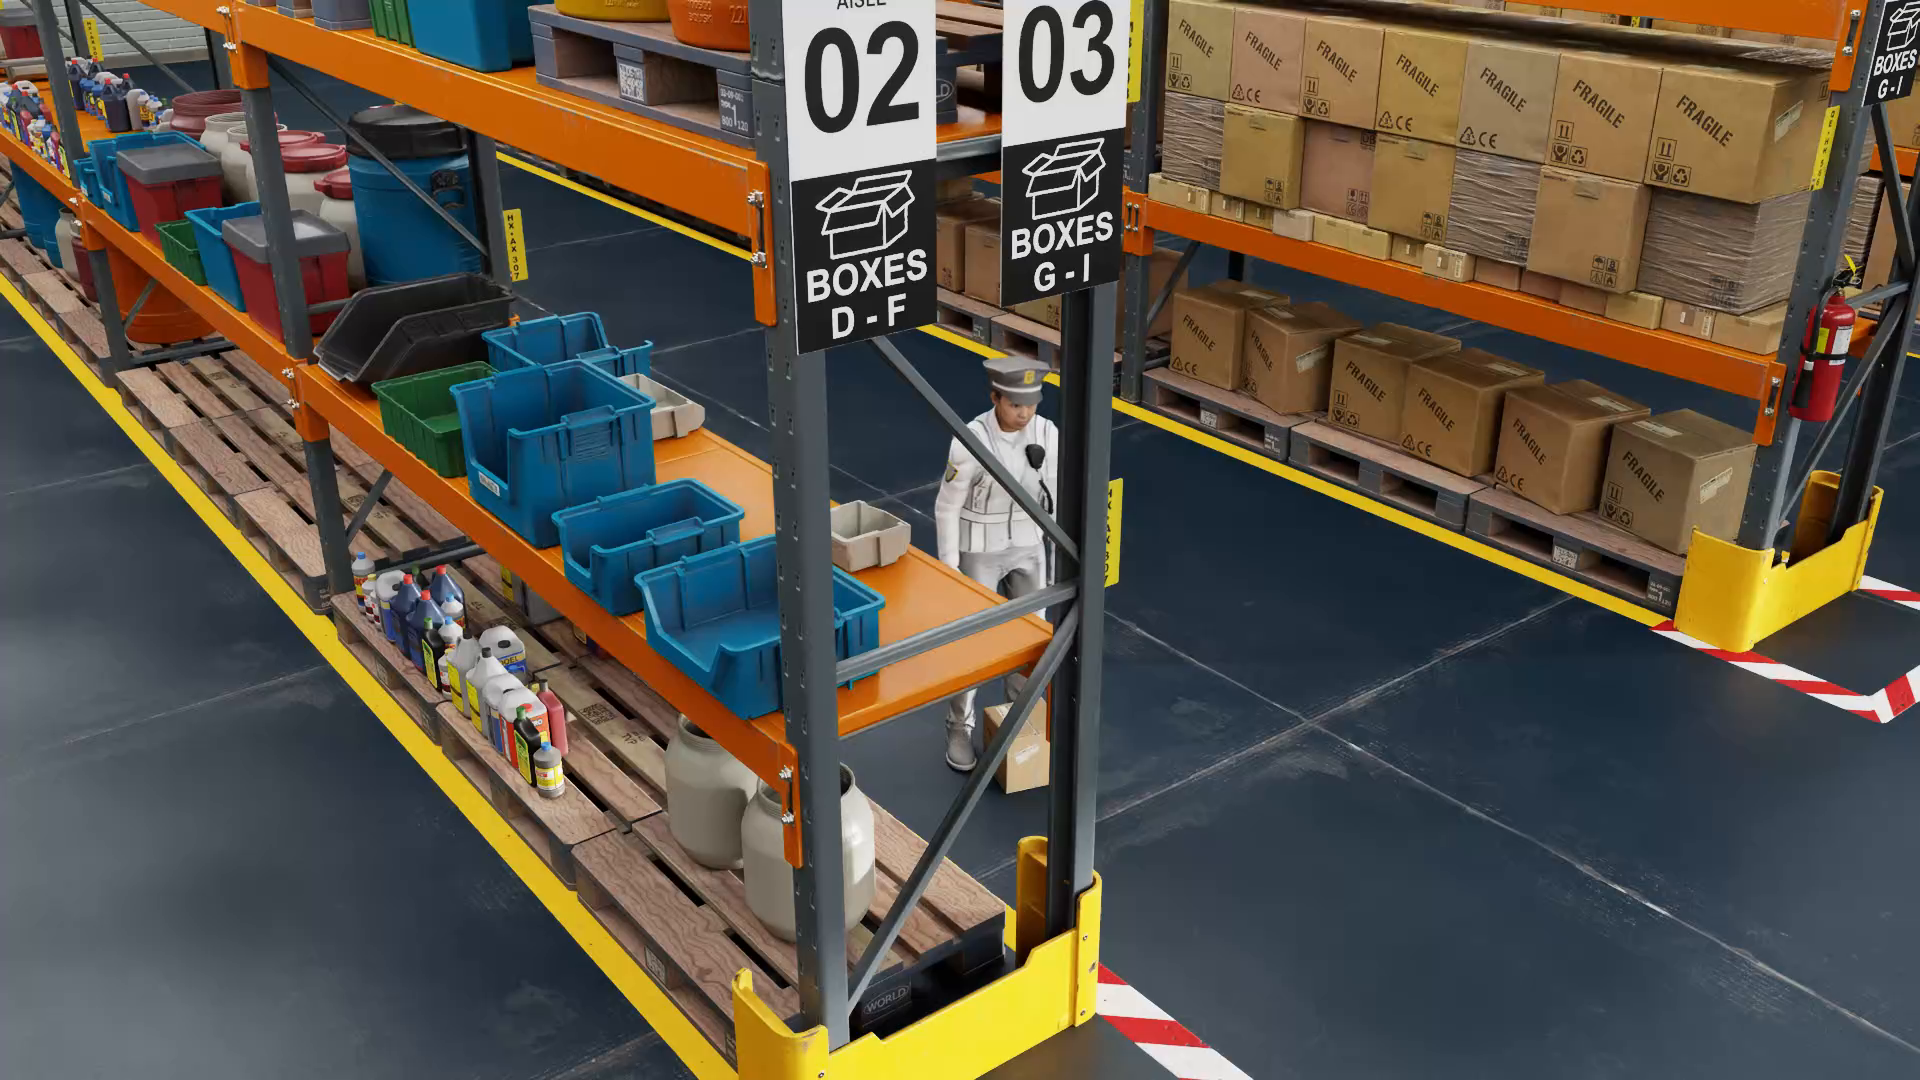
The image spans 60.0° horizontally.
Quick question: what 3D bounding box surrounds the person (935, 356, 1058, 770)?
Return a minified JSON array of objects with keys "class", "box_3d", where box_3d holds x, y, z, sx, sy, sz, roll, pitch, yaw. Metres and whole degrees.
[{"class":"person","box_3d":[0.173,0.078,6.434,0.535,1.663,0.404,-9,26,-18]}]
